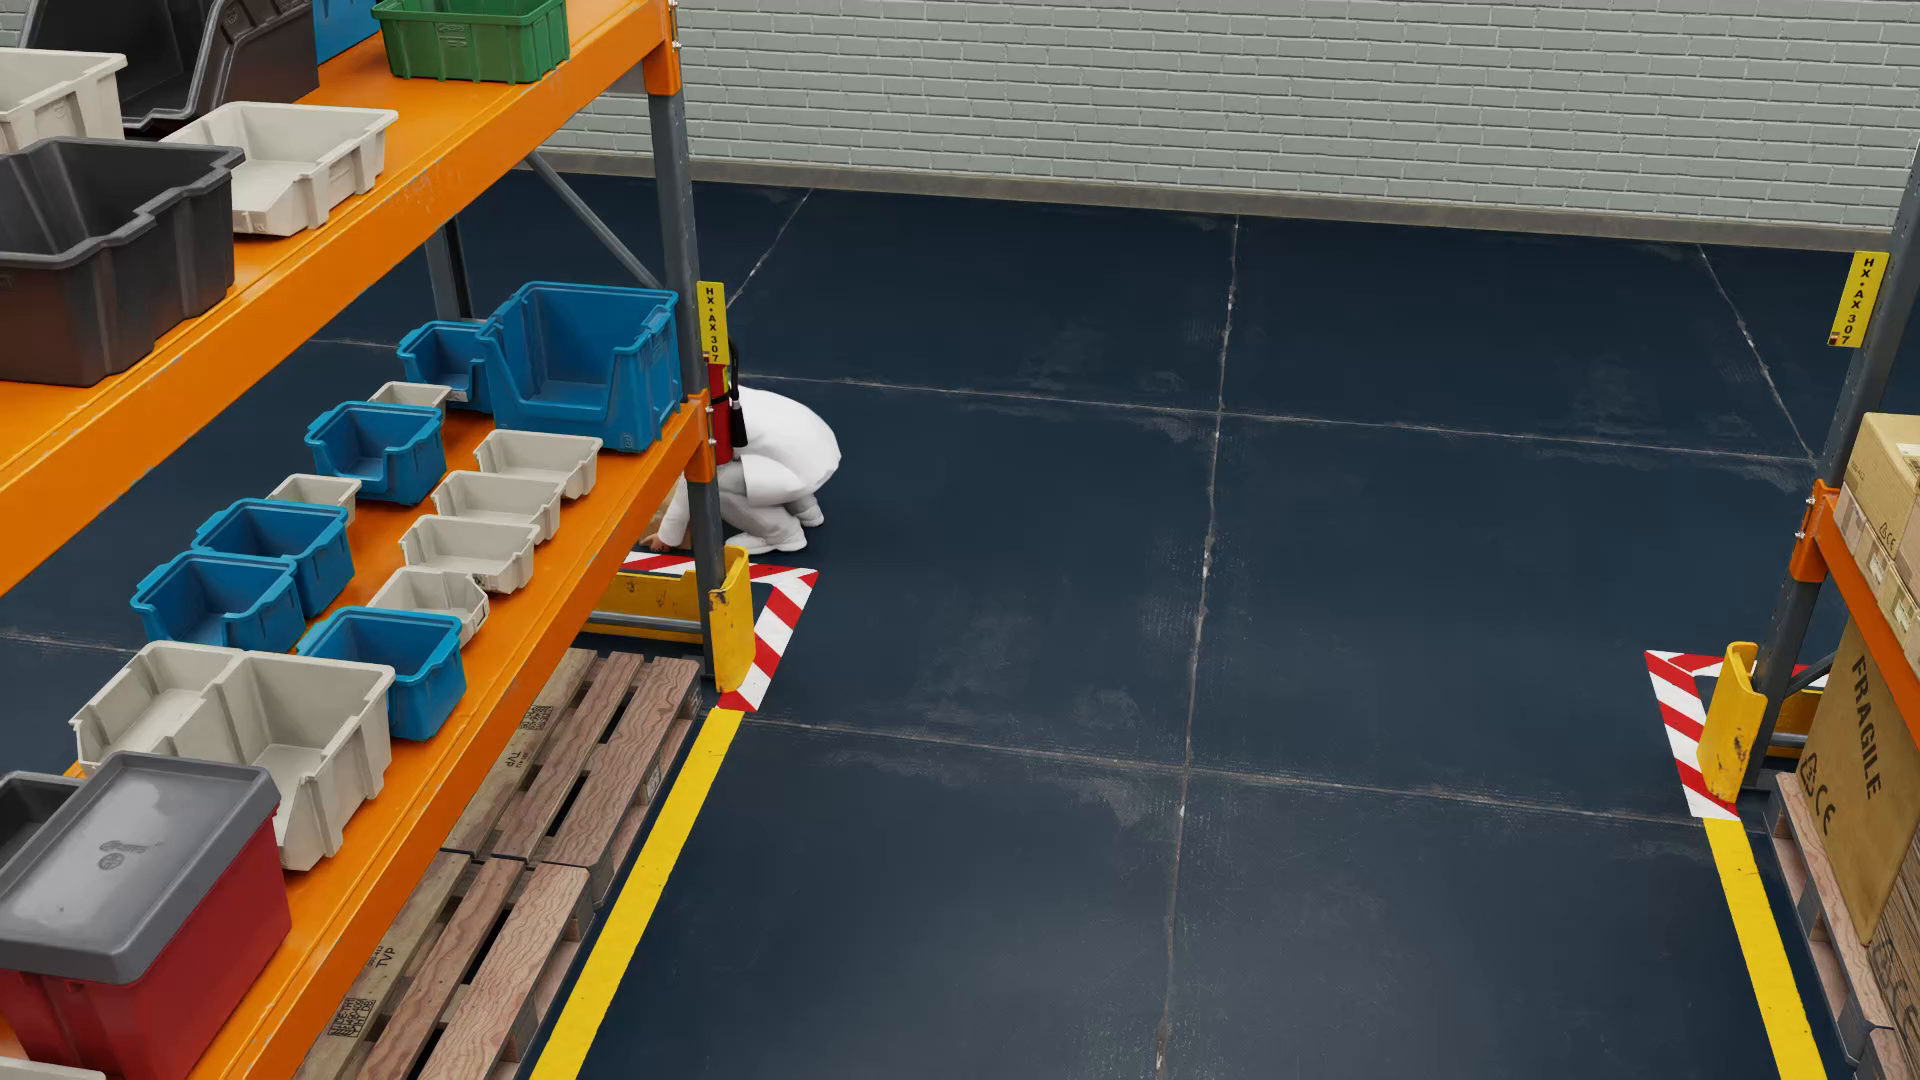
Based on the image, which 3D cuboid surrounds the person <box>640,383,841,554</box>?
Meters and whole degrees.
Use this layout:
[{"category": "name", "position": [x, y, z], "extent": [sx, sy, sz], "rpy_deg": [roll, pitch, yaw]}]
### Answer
[{"category": "person", "position": [-1.017, -0.324, 7.679], "extent": [0.931, 0.894, 0.582], "rpy_deg": [2, 32, 3]}]
